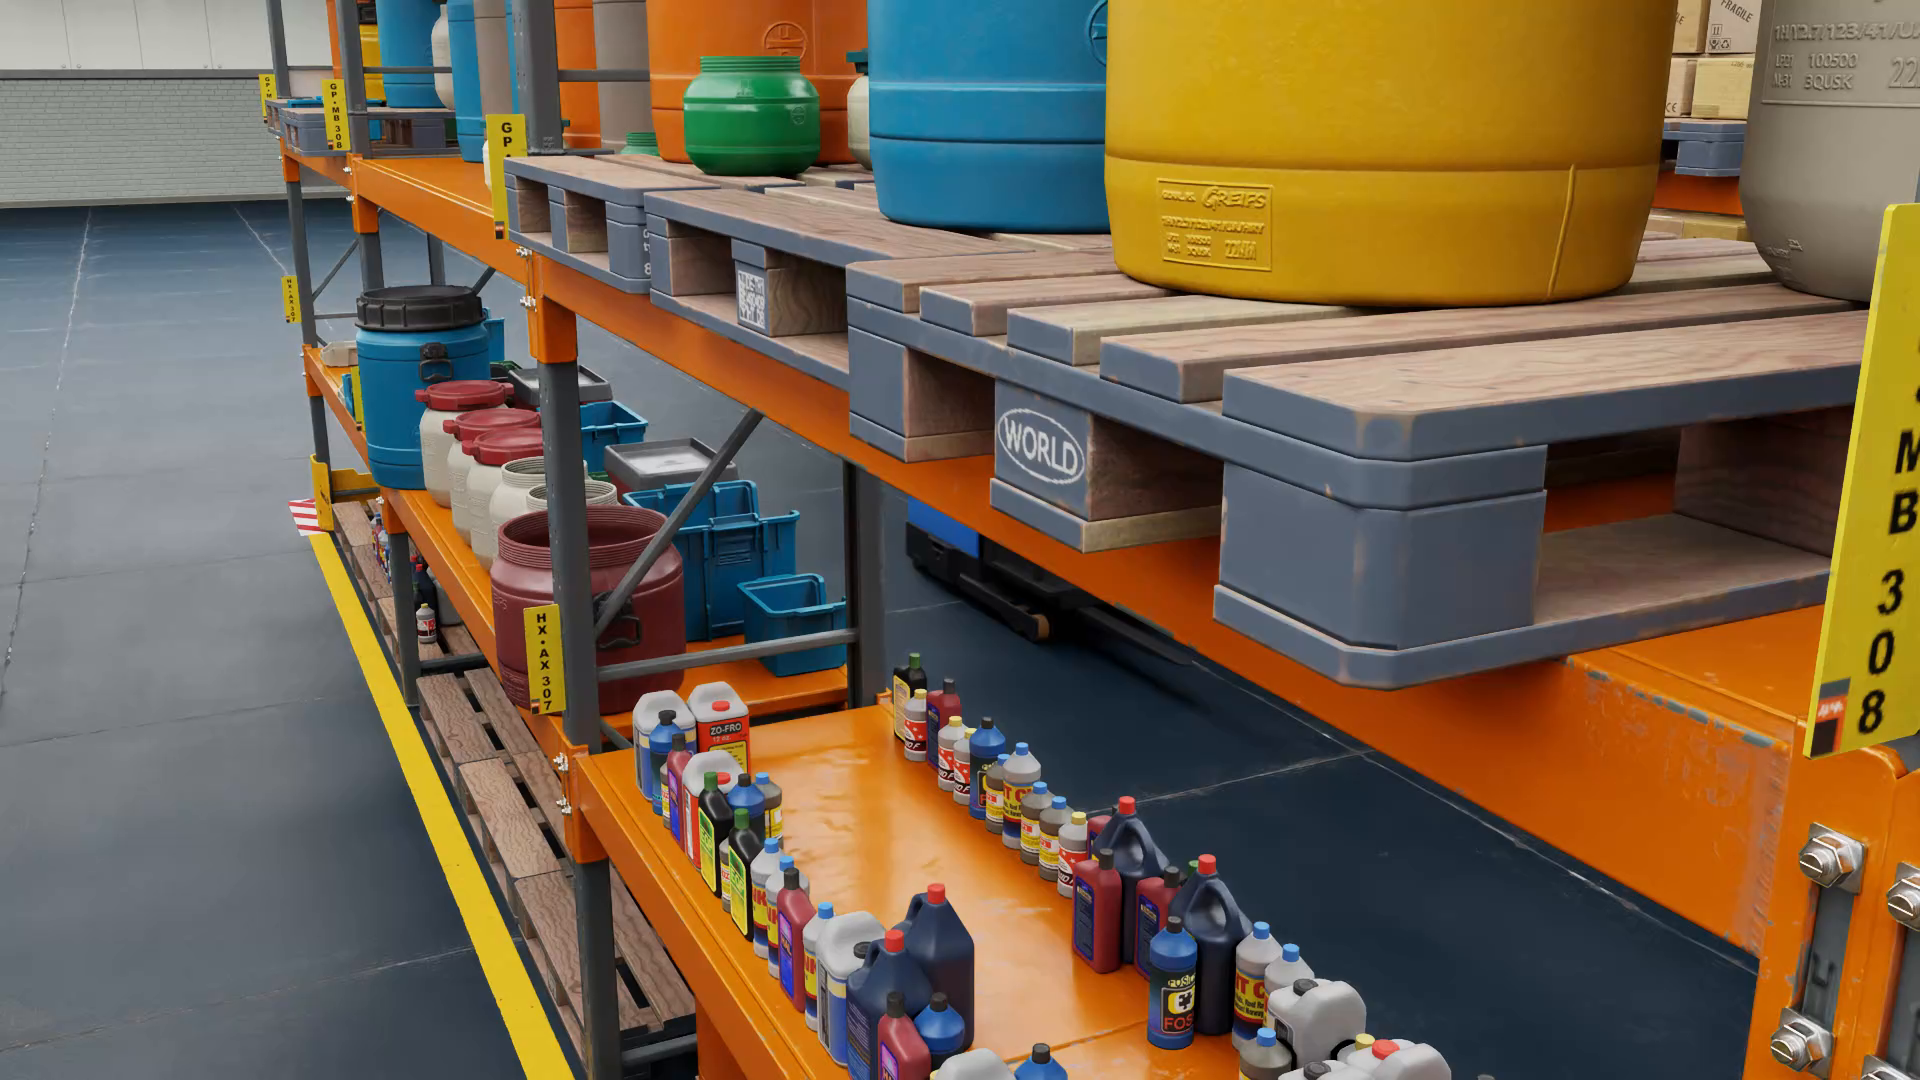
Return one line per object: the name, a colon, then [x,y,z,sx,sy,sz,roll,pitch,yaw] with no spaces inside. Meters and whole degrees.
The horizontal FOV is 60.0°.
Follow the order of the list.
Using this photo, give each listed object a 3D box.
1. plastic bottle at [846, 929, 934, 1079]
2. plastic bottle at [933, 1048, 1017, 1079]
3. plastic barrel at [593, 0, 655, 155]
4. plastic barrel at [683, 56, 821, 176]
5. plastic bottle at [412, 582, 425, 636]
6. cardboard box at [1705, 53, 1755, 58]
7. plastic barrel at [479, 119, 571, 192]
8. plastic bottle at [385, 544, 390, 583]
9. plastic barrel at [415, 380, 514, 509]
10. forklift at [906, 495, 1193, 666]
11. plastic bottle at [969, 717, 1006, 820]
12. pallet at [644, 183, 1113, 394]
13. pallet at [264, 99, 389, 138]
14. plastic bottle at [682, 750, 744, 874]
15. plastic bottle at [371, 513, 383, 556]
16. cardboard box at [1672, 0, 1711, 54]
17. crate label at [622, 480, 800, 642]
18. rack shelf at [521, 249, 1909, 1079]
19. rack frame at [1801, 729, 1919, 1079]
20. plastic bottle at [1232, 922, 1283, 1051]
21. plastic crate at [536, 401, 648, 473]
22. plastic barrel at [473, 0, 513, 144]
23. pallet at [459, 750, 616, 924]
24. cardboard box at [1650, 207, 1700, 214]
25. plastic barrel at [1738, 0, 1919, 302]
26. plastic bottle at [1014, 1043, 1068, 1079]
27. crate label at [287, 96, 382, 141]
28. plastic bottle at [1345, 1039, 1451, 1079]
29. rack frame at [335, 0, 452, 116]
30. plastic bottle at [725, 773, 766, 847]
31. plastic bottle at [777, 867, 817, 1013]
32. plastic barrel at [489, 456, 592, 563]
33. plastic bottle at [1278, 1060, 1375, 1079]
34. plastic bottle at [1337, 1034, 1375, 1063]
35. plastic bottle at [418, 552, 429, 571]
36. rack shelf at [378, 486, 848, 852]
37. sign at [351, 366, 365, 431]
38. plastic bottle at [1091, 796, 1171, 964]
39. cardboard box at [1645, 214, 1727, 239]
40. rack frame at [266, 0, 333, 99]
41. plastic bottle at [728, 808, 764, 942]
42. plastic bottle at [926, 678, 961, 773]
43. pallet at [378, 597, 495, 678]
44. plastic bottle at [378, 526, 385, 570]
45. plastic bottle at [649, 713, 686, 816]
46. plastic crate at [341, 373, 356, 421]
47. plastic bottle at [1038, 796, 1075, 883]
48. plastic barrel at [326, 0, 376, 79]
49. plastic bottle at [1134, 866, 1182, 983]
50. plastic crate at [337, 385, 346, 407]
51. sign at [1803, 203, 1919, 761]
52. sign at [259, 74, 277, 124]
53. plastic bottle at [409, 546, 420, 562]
plastic bottle: [-0.135,0.911,3.227,0.144,0.351,0.185,-8,18,-25]
plastic bottle: [0.039,1.043,2.902,0.152,0.276,0.135,-8,18,-25]
plastic barrel: [-0.873,-1.556,5.386,0.600,0.901,0.600,0,16,0]
plastic barrel: [-0.451,-0.921,3.606,0.294,0.245,0.294,0,16,0]
plastic bottle: [-2.968,0.380,9.115,0.061,0.283,0.133,-7,17,-22]
cardboard box: [6.000,-3.427,12.601,0.500,0.500,0.500,-7,17,-23]
plastic barrel: [-1.475,-1.305,5.674,0.301,0.262,0.301,0,16,0]
plastic bottle: [-3.416,0.121,10.041,0.097,0.271,0.097,0,16,0]
plastic barrel: [-2.239,-0.436,7.587,0.433,0.535,0.433,0,16,0]
forklift: [0.766,-0.955,9.763,1.130,2.935,3.031,-8,18,-26]
plastic bottle: [0.073,0.604,4.441,0.097,0.271,0.097,0,16,0]
pallet: [0.113,-0.466,2.839,1.003,0.211,1.213,-8,18,-25]
pallet: [-3.939,-2.761,10.837,1.003,0.211,1.213,-8,18,-25]
plastic bottle: [-0.607,0.678,4.176,0.152,0.276,0.135,-8,18,-25]
plastic bottle: [-3.699,-0.039,10.599,0.097,0.271,0.097,0,16,0]
cardboard box: [5.731,-4.039,12.919,0.500,0.500,0.500,-7,17,-22]
crate label: [-0.900,0.061,6.036,0.502,0.435,0.616,-8,18,-25]
rack shelf: [0.168,-0.243,3.026,1.077,0.370,4.000,-8,18,-25]
rack frame: [1.044,1.349,1.612,1.000,3.000,0.127,-8,18,-25]
plastic bottle: [0.608,0.907,3.387,0.097,0.271,0.097,0,16,0]
plastic crate: [-1.698,-0.391,7.705,0.392,0.384,0.575,-8,18,-25]
plastic barrel: [-1.756,-2.055,7.129,0.600,0.901,0.600,0,16,0]
pallet: [-1.543,1.199,7.191,1.003,0.211,1.213,-8,18,-25]
cardboard box: [5.990,-2.525,13.986,0.500,0.500,0.500,-7,17,-23]
plastic barrel: [1.039,-0.521,1.682,0.433,0.535,0.433,0,16,0]
plastic bottle: [0.143,1.026,2.971,0.097,0.271,0.097,0,16,0]
crate label: [-3.690,-2.493,9.831,0.502,0.251,0.408,-8,18,-25]
plastic bottle: [0.778,1.018,2.990,0.152,0.276,0.135,-8,18,-25]
rack frame: [-2.461,-3.518,7.697,1.000,3.000,0.127,-8,18,-25]
plastic bottle: [-0.526,0.705,4.090,0.097,0.271,0.097,0,16,0]
plastic bottle: [-0.344,0.852,3.557,0.061,0.283,0.133,-8,18,-25]
plastic barrel: [-1.536,-0.030,6.216,0.421,0.512,0.421,0,16,0]
plastic bottle: [0.641,1.037,2.926,0.152,0.276,0.135,-8,18,-25]
plastic bottle: [0.752,1.022,3.112,0.097,0.201,0.097,0,16,0]
plastic bottle: [-3.147,0.188,9.784,0.061,0.283,0.133,-8,18,-25]
rack shelf: [-1.585,0.207,6.896,1.077,0.370,4.000,-8,18,-25]
sign: [-2.960,-0.704,8.264,0.100,0.325,0.005,-8,18,-25]
plastic bottle: [0.385,0.757,3.763,0.144,0.351,0.185,-8,18,-25]
cardboard box: [5.736,-2.333,13.318,0.500,0.500,0.500,-8,18,-25]
rack frame: [-4.213,-4.510,11.153,1.000,3.000,0.127,-8,18,-25]
plastic bottle: [-0.488,0.770,3.840,0.061,0.283,0.133,-8,18,-25]
plastic bottle: [-0.047,0.519,4.715,0.061,0.283,0.133,-8,18,-25]
pallet: [-2.717,0.534,9.507,1.003,0.211,1.213,-8,18,-25]
plastic bottle: [-3.549,0.046,10.302,0.097,0.271,0.097,0,16,0]
plastic bottle: [-0.783,0.597,4.464,0.097,0.271,0.097,0,16,0]
plastic crate: [-3.190,-0.805,9.387,0.499,0.251,0.616,-8,18,-25]
plastic bottle: [0.243,0.734,4.114,0.097,0.201,0.097,0,16,0]
plastic barrel: [-3.886,-3.372,11.083,0.600,0.830,0.708,-8,18,-25]
plastic bottle: [0.438,0.832,3.626,0.061,0.283,0.133,-8,18,-25]
plastic crate: [-3.400,-0.880,9.857,0.530,0.136,0.437,-8,18,-25]
sign: [0.549,-0.031,0.967,0.100,0.325,0.005,-8,18,-25]
sign: [-4.709,-3.007,11.338,0.100,0.325,0.005,-8,18,-25]
plastic bottle: [-3.227,0.175,9.709,0.144,0.351,0.185,-8,18,-25]
